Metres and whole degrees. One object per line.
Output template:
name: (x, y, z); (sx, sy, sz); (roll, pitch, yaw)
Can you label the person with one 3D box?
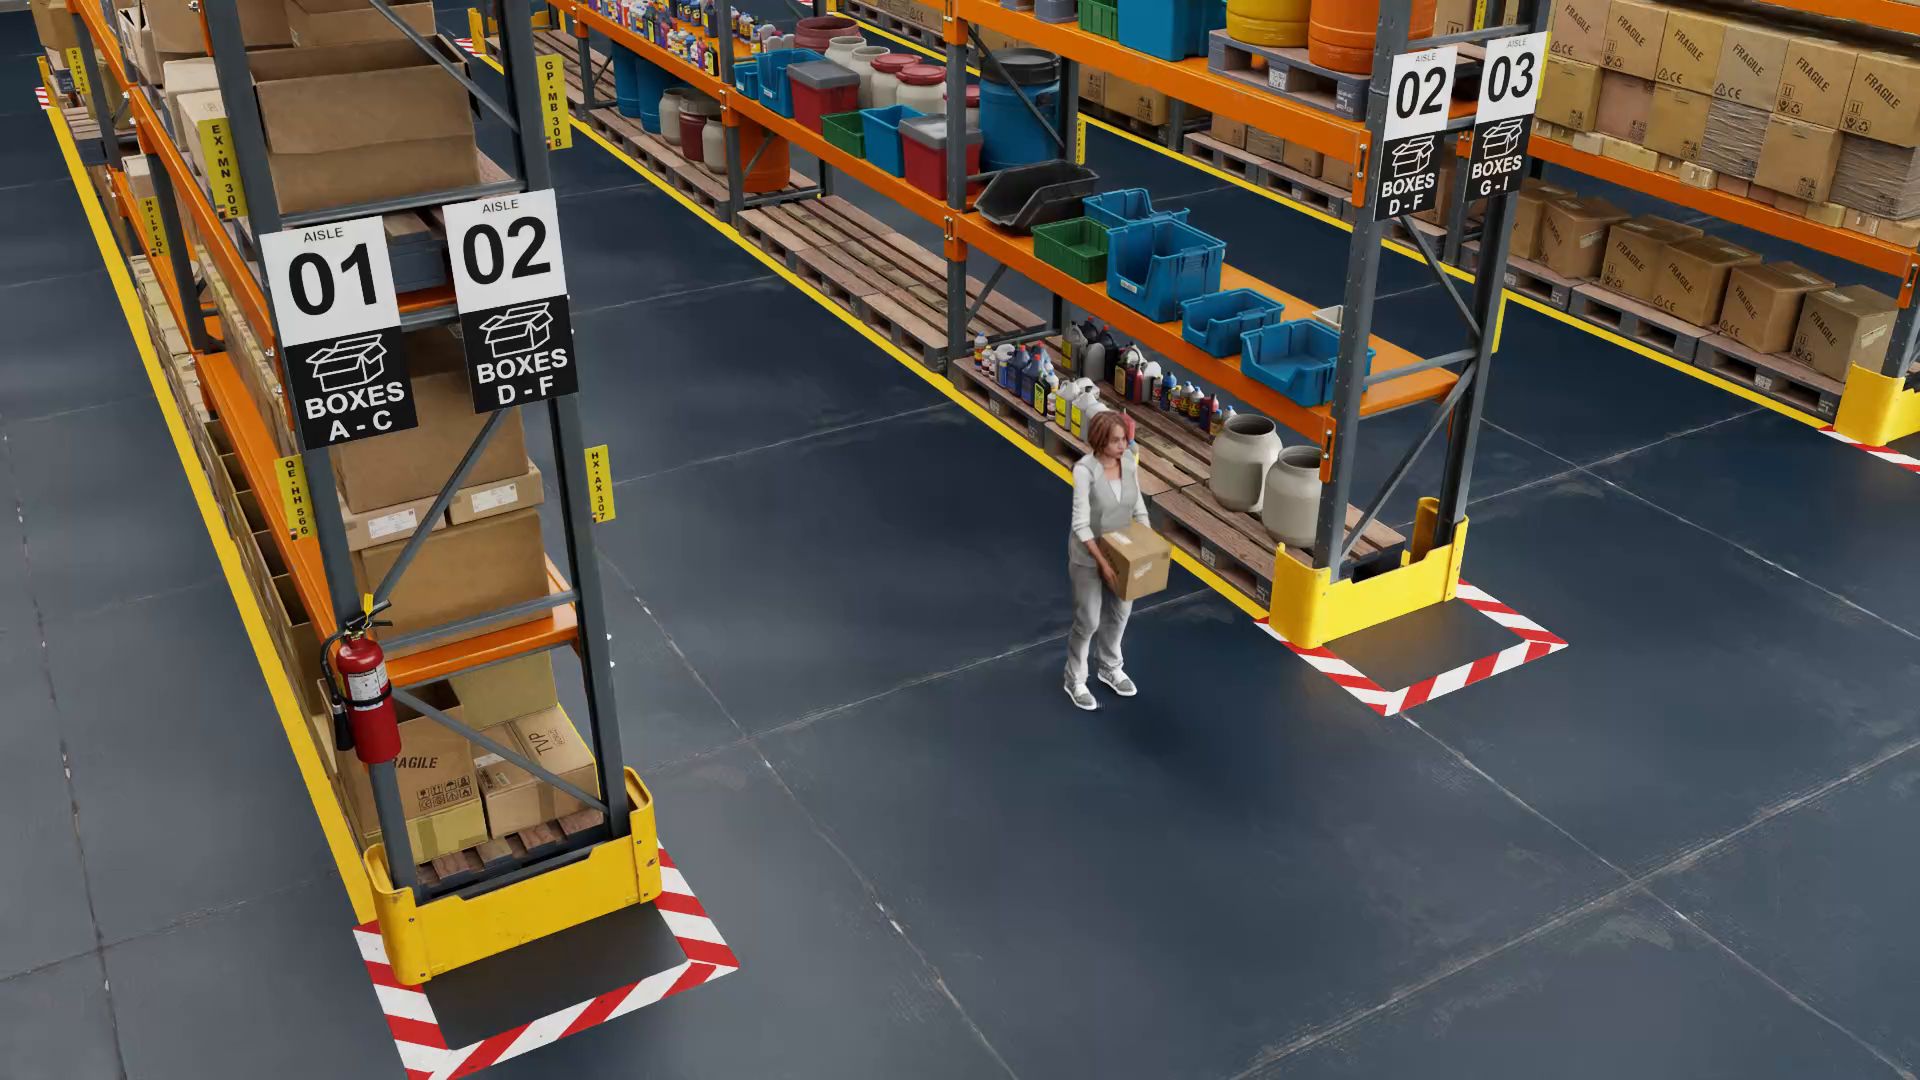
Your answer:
person: (0.758, 0.113, 8.350); (0.440, 1.602, 0.461); (-16, 33, -27)
